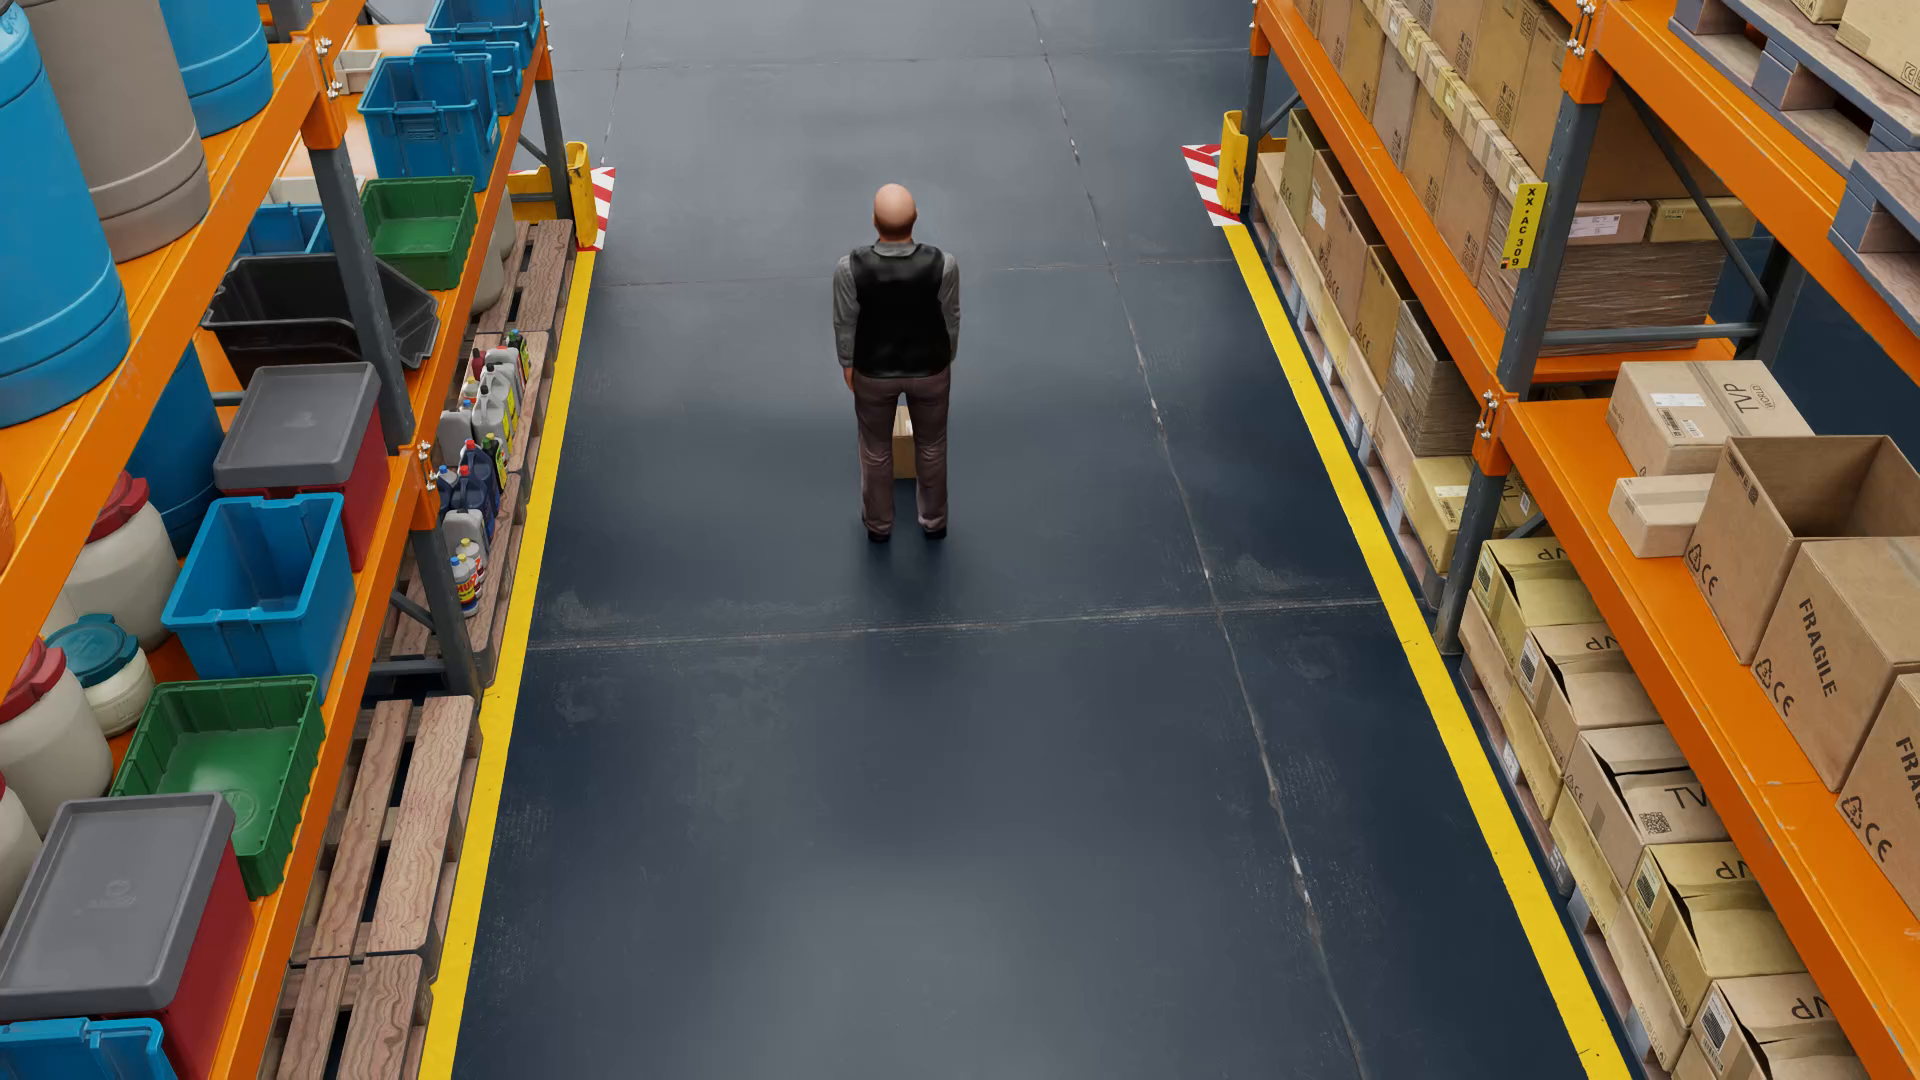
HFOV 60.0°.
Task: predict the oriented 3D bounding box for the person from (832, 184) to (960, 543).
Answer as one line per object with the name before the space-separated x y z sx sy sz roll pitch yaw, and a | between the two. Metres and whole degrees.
person | -0.265 -0.736 7.094 0.532 1.722 0.358 -2 39 -3
